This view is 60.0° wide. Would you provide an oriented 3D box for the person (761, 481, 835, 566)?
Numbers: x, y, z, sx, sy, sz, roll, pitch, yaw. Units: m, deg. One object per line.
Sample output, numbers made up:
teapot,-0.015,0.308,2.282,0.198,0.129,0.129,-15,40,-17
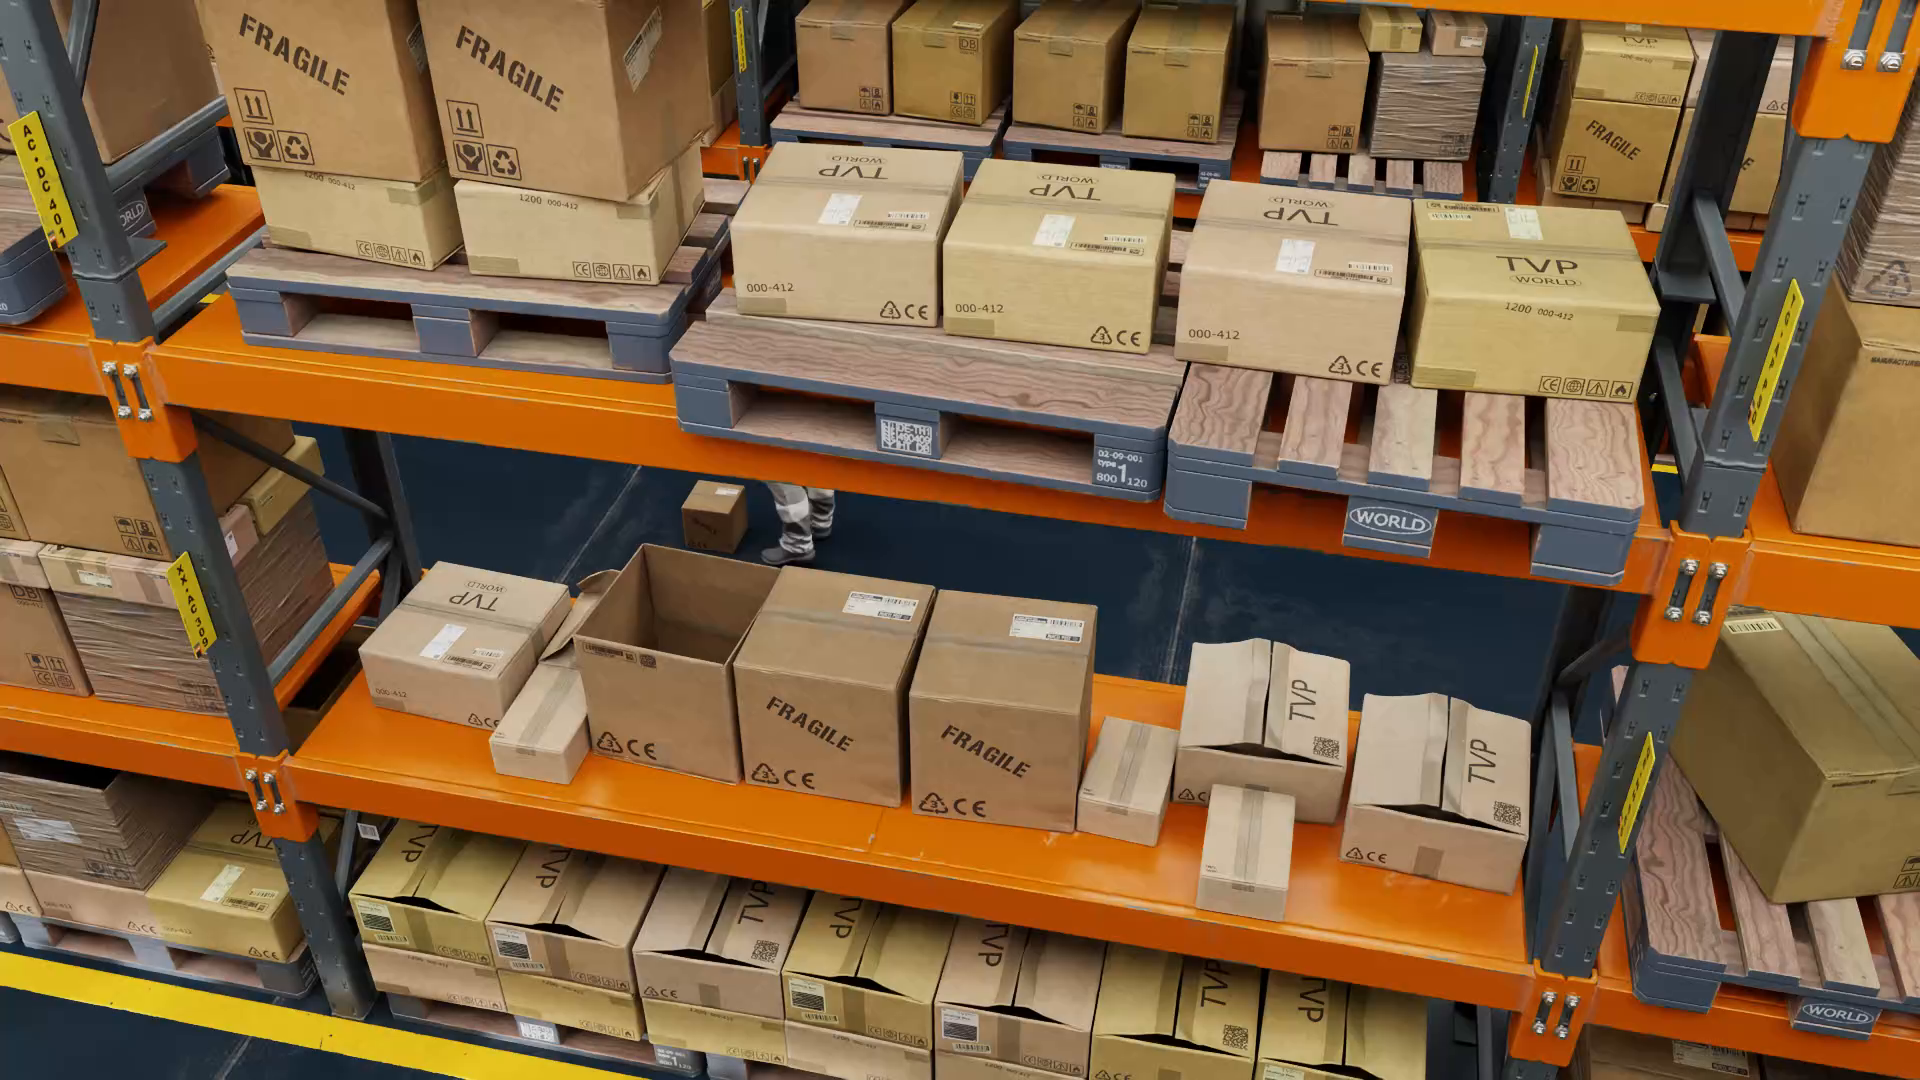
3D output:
person,-0.779,-0.700,7.891,0.397,1.819,0.681,14,39,19
